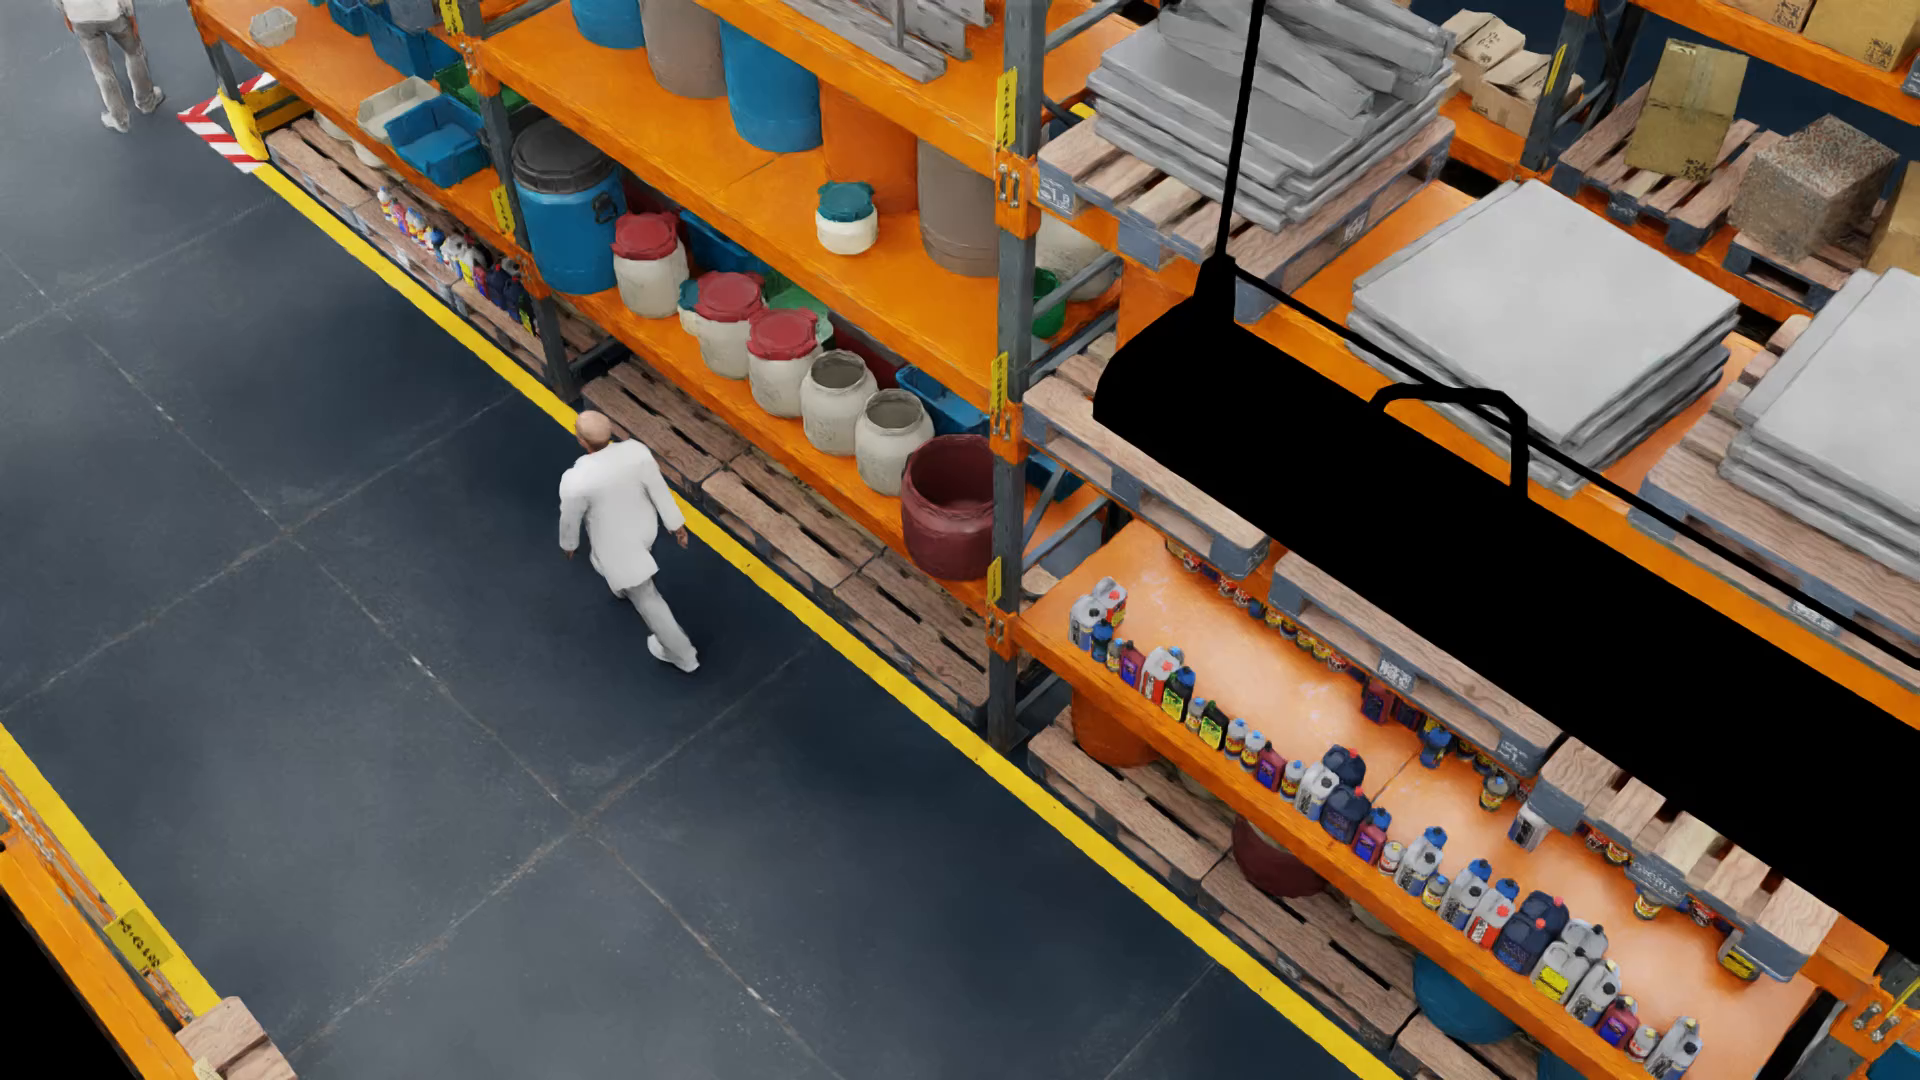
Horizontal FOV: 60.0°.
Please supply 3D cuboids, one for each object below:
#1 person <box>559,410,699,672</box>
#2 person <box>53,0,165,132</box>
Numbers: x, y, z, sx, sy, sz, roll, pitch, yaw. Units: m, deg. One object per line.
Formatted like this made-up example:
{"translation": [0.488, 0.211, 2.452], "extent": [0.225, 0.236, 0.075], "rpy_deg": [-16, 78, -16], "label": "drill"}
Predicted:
{"translation": [-1.927, -0.038, 9.355], "extent": [1.097, 1.632, 0.603], "rpy_deg": [36, 58, 26], "label": "person"}
{"translation": [-6.511, -3.965, 12.573], "extent": [0.557, 1.761, 0.570], "rpy_deg": [-8, 50, -6], "label": "person"}
